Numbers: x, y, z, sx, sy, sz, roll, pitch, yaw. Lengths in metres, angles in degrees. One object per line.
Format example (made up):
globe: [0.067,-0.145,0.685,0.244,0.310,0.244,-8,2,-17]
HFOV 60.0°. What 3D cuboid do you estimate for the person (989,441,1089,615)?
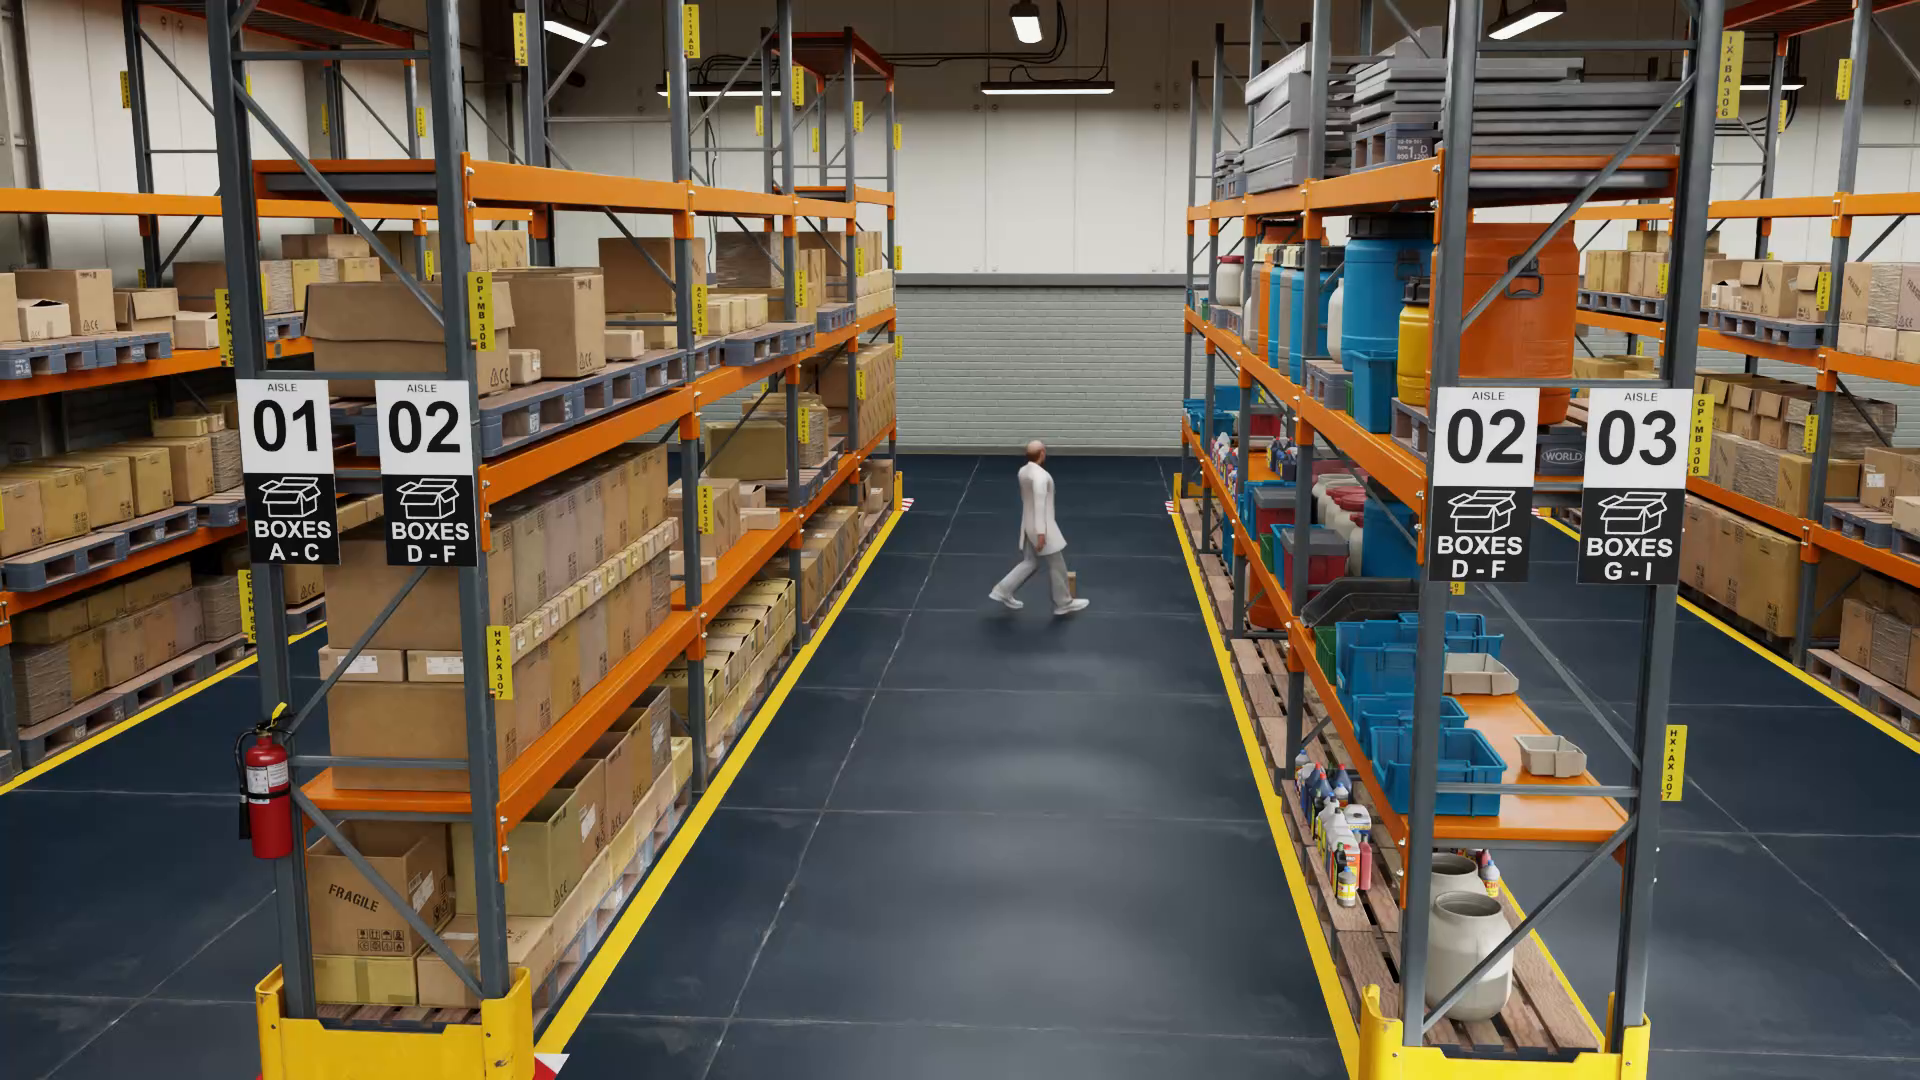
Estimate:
person: [0.792,-0.117,16.588,1.012,1.756,0.630,-4,11,-18]
